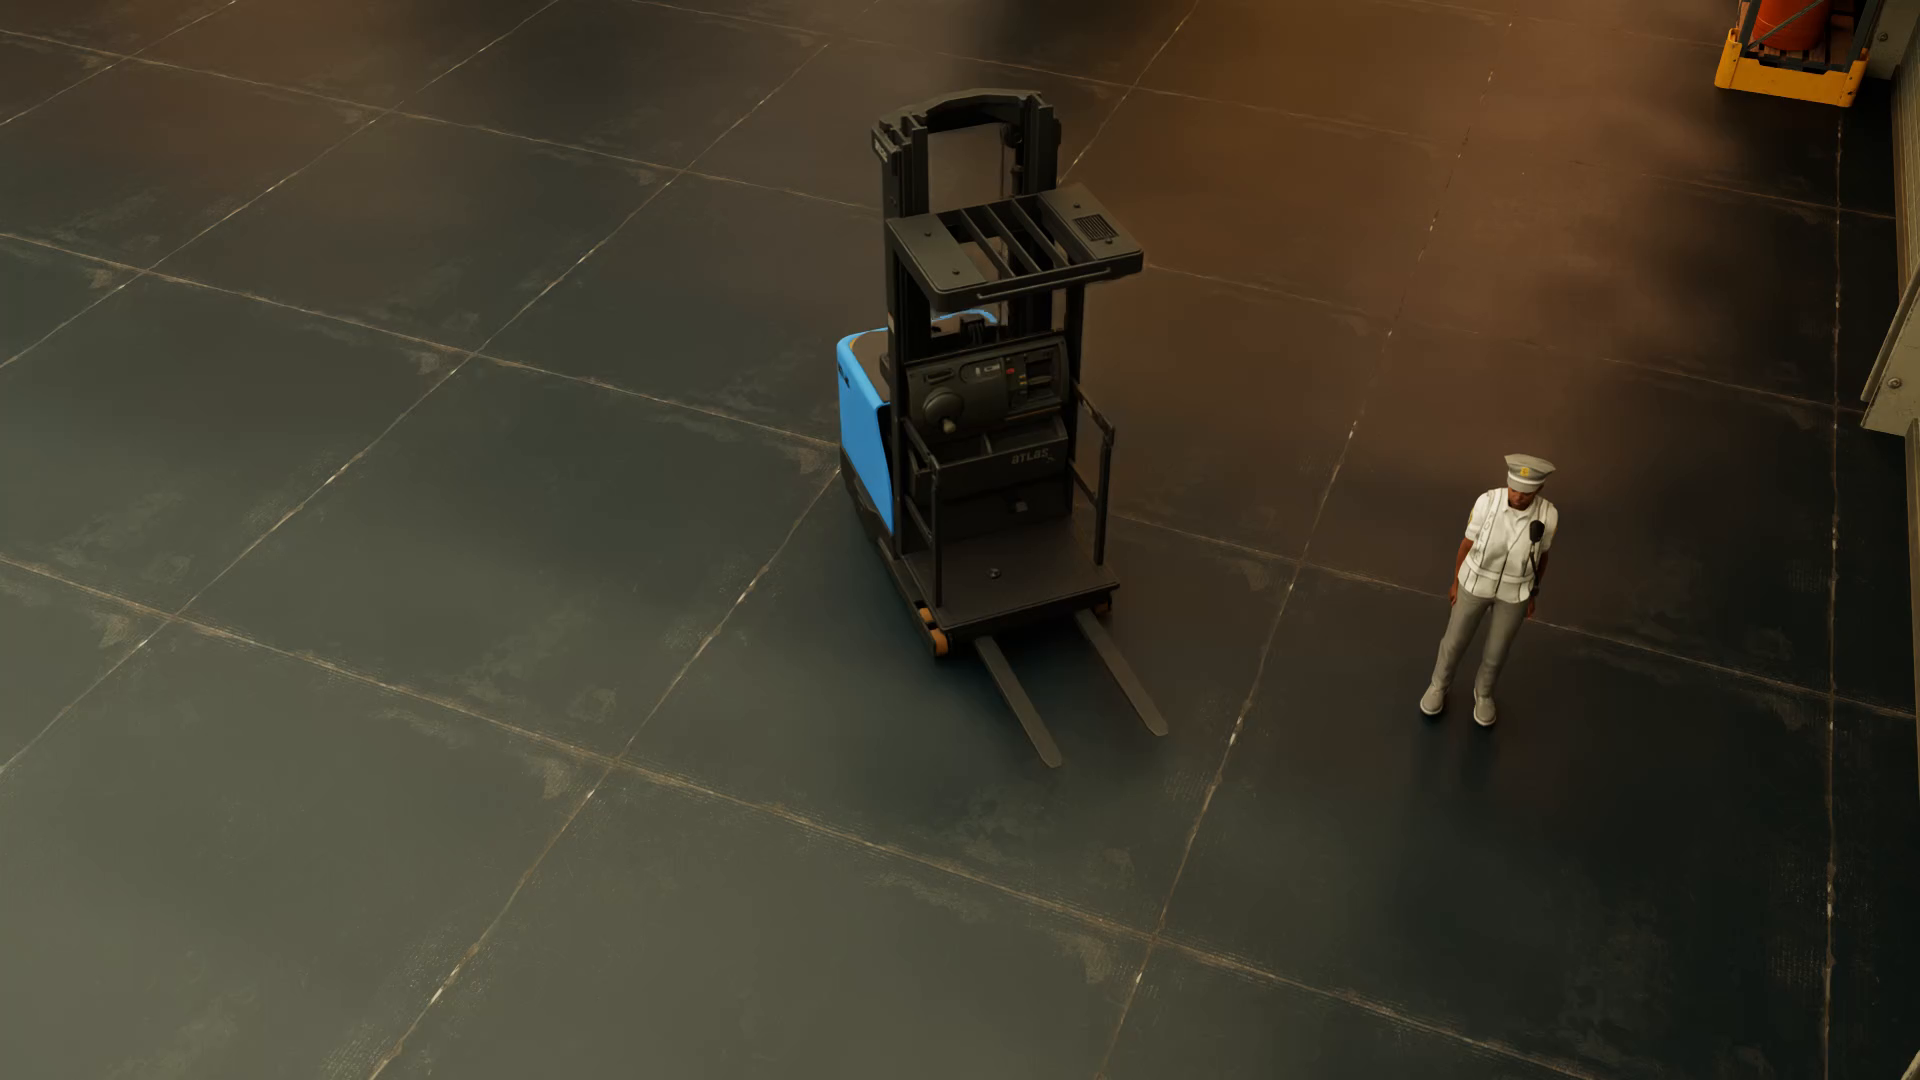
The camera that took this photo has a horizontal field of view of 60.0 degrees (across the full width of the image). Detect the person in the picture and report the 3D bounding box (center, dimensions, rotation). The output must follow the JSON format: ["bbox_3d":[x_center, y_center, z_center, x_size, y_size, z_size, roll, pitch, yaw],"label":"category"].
[{"bbox_3d":[2.770,0.251,8.623,0.446,1.690,0.336,11,41,13],"label":"person"}]

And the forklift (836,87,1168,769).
[{"bbox_3d":[0.238,-0.763,8.917,1.130,2.935,3.031,-14,42,-16],"label":"forklift"}]
